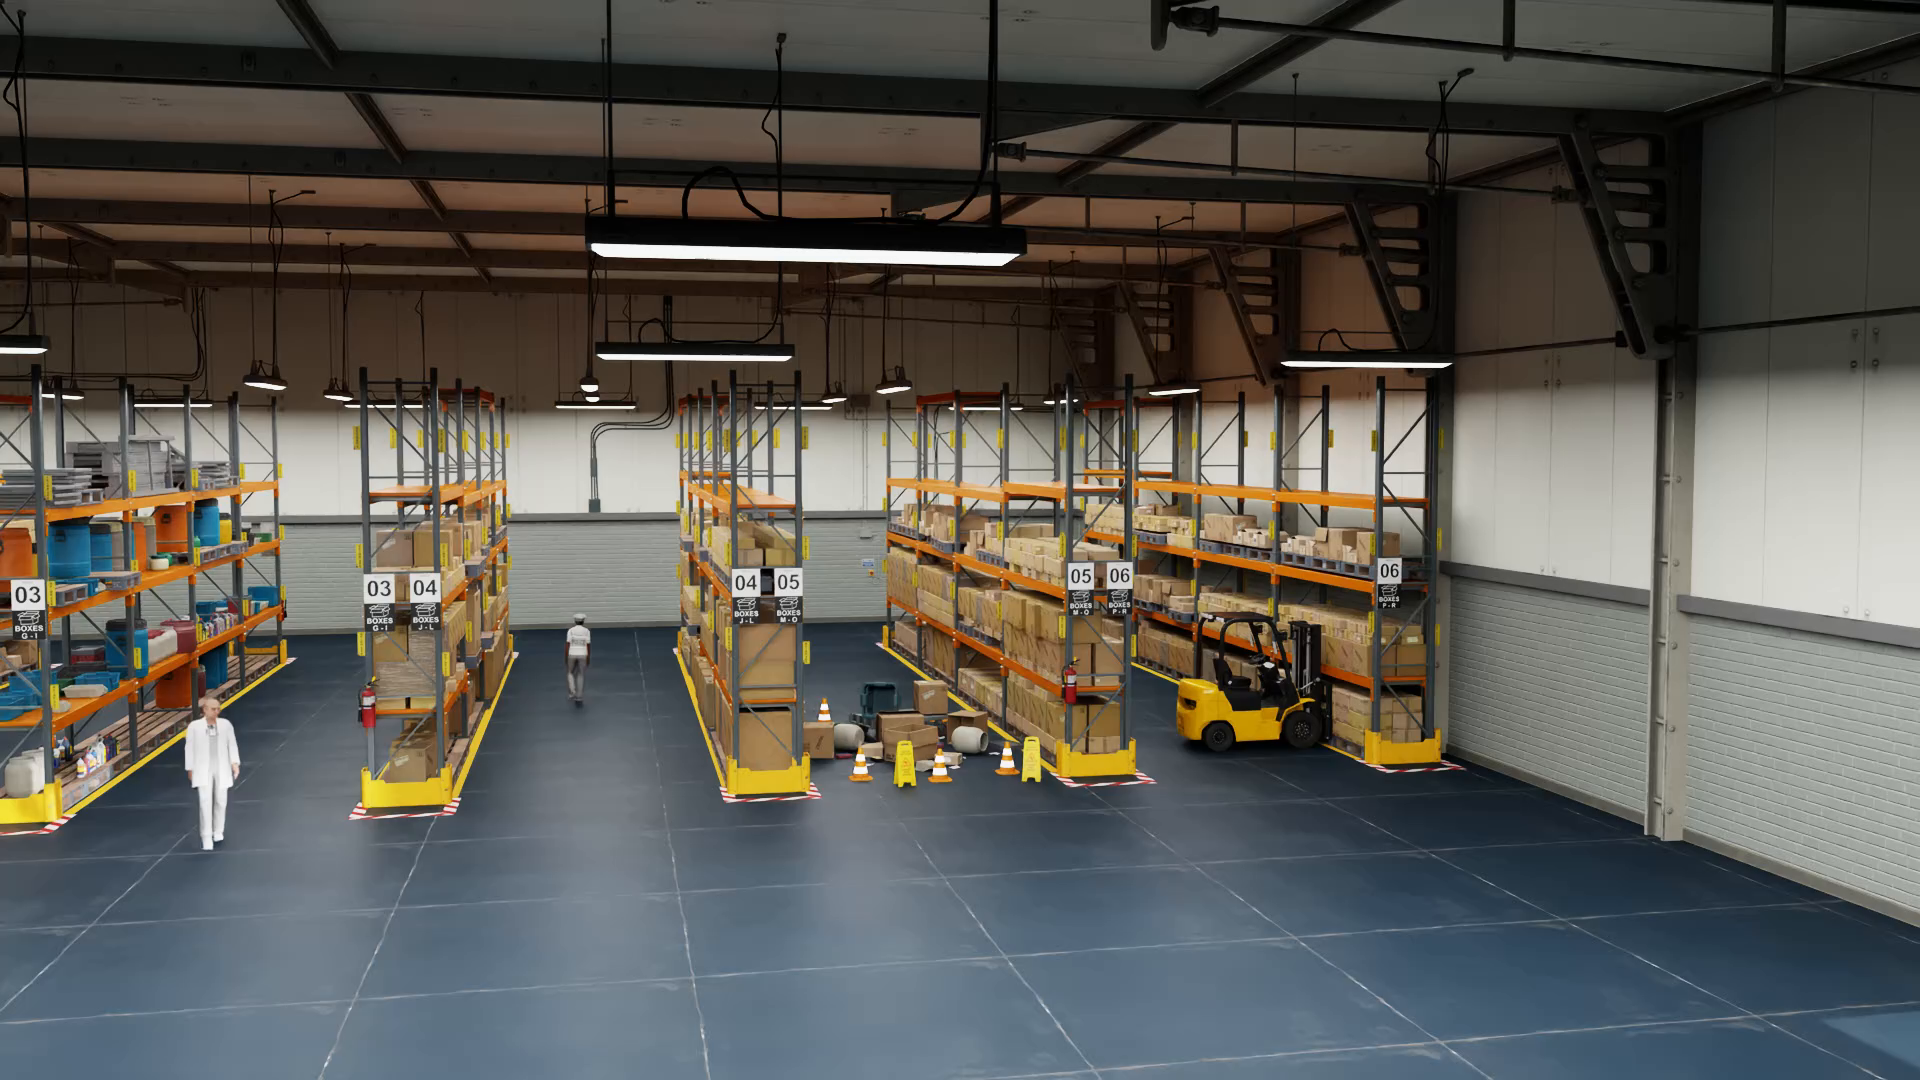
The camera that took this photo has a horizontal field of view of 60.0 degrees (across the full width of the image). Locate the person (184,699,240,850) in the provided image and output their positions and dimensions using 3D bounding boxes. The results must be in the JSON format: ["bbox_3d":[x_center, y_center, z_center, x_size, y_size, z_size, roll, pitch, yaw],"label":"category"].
[{"bbox_3d":[-9.277,2.907,20.711,0.593,1.819,0.731,-3,4,-37],"label":"person"}]

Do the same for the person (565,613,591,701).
[{"bbox_3d":[-7.334,2.260,31.923,0.486,1.673,0.436,-1,3,-12],"label":"person"}]
